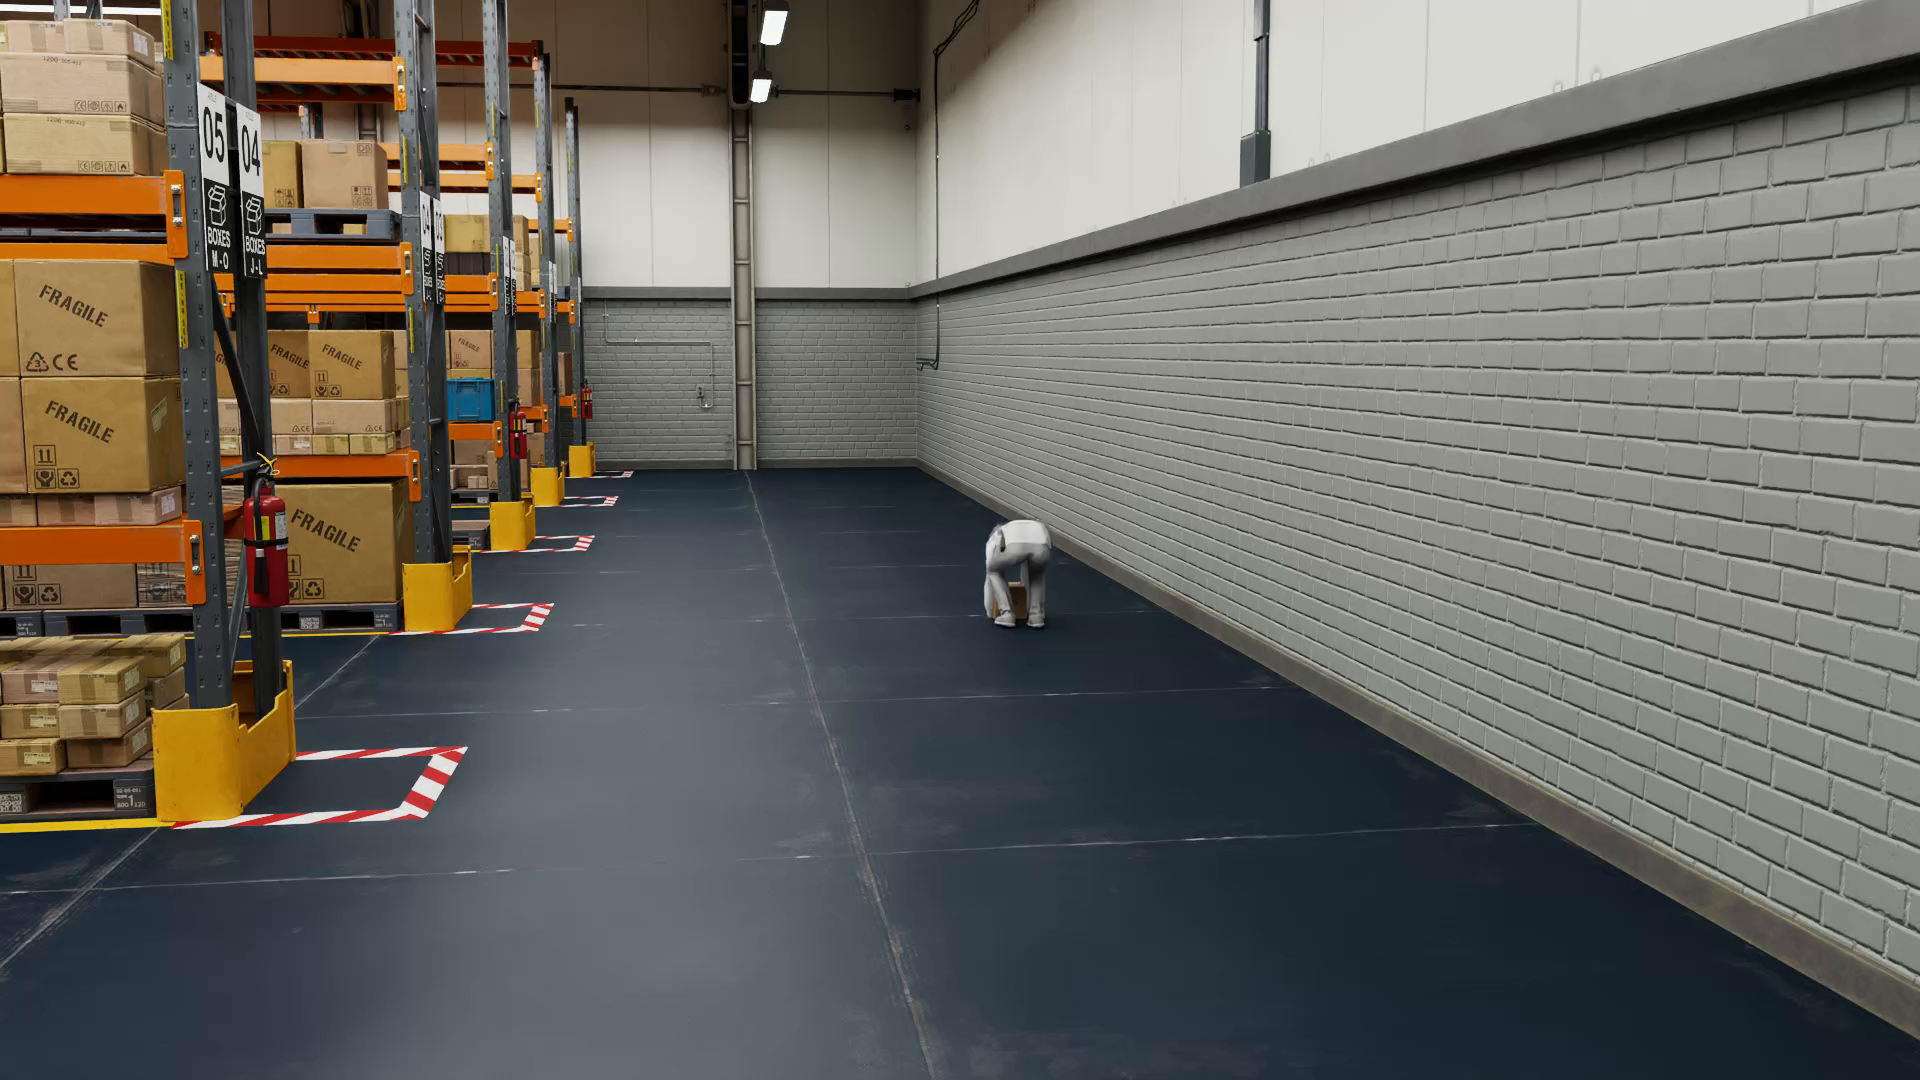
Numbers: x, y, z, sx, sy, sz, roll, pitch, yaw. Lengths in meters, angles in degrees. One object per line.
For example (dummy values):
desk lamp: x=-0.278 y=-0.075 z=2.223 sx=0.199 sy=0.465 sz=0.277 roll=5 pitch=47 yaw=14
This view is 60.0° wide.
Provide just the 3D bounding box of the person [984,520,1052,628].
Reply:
person: x=0.426 y=0.244 z=12.548 sx=0.454 sy=0.823 sz=0.897 roll=-1 pitch=7 yaw=-11
